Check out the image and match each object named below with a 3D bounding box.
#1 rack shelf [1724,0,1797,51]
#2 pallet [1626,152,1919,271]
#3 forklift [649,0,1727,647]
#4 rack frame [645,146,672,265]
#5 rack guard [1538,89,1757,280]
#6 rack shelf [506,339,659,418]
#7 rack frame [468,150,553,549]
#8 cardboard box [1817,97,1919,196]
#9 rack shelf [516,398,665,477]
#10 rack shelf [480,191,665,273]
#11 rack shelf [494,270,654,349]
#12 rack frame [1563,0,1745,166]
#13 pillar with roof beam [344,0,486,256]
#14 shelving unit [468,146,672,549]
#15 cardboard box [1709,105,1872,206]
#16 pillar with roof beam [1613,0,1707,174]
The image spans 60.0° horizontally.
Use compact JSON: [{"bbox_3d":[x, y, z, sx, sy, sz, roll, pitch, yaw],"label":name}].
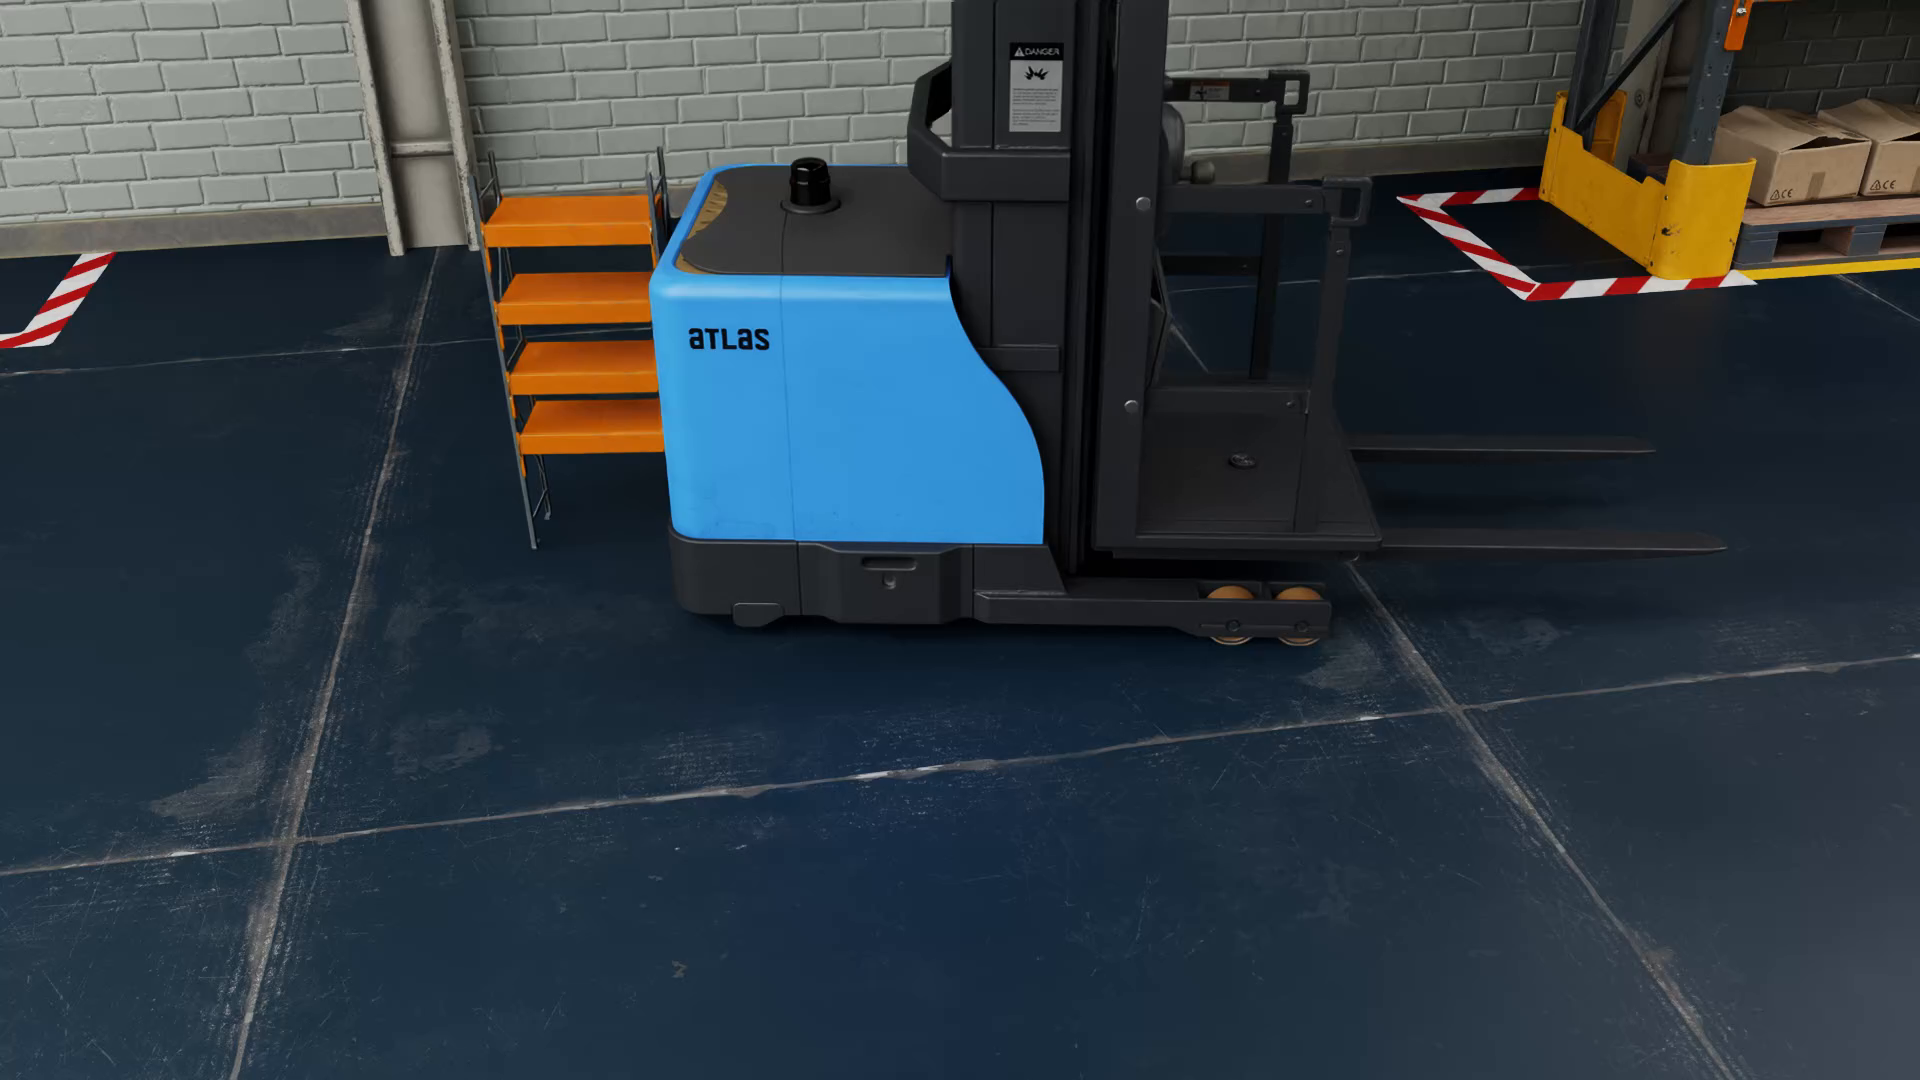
[{"bbox_3d":[4.971,-2.578,7.384,4.000,0.370,1.077,-5,31,-9],"label":"rack shelf"},{"bbox_3d":[3.884,-1.567,7.706,1.213,0.211,1.003,-5,31,-9],"label":"pallet"},{"bbox_3d":[0.698,-1.236,4.460,3.031,2.935,1.130,1,30,1],"label":"forklift"},{"bbox_3d":[-0.854,-0.558,4.998,0.015,1.200,0.240,-1,30,0],"label":"rack frame"},{"bbox_3d":[3.078,-1.635,7.537,0.348,0.500,1.175,-5,31,-9],"label":"rack guard"},{"bbox_3d":[-1.096,-0.495,5.033,0.480,0.148,0.258,-1,30,0],"label":"rack shelf"},{"bbox_3d":[-1.342,-0.548,4.999,0.015,1.200,0.240,-1,30,0],"label":"rack frame"},{"bbox_3d":[4.261,-1.806,7.581,0.500,0.311,0.500,-3,31,-5],"label":"cardboard box"},{"bbox_3d":[-1.093,-0.324,5.133,0.480,0.148,0.258,-1,30,0],"label":"rack shelf"},{"bbox_3d":[-1.104,-0.892,4.799,0.480,0.148,0.258,-1,30,0],"label":"rack shelf"},{"bbox_3d":[-1.100,-0.688,4.919,0.480,0.148,0.258,-1,30,0],"label":"rack shelf"},{"bbox_3d":[3.004,-2.705,6.892,0.127,3.000,1.000,-5,31,-9],"label":"rack frame"},{"bbox_3d":[-1.590,-3.092,1.631,0.400,9.000,9.100,-5,31,-9],"label":"pillar with roof beam"},{"bbox_3d":[-1.098,-0.553,4.998,0.503,1.200,0.258,-1,30,0],"label":"shelving unit"},{"bbox_3d":[3.700,-1.754,7.493,0.500,0.311,0.500,-9,32,-15],"label":"cardboard box"},{"bbox_3d":[4.312,-3.640,2.563,0.400,9.000,9.100,-5,31,-9],"label":"pillar with roof beam"}]
